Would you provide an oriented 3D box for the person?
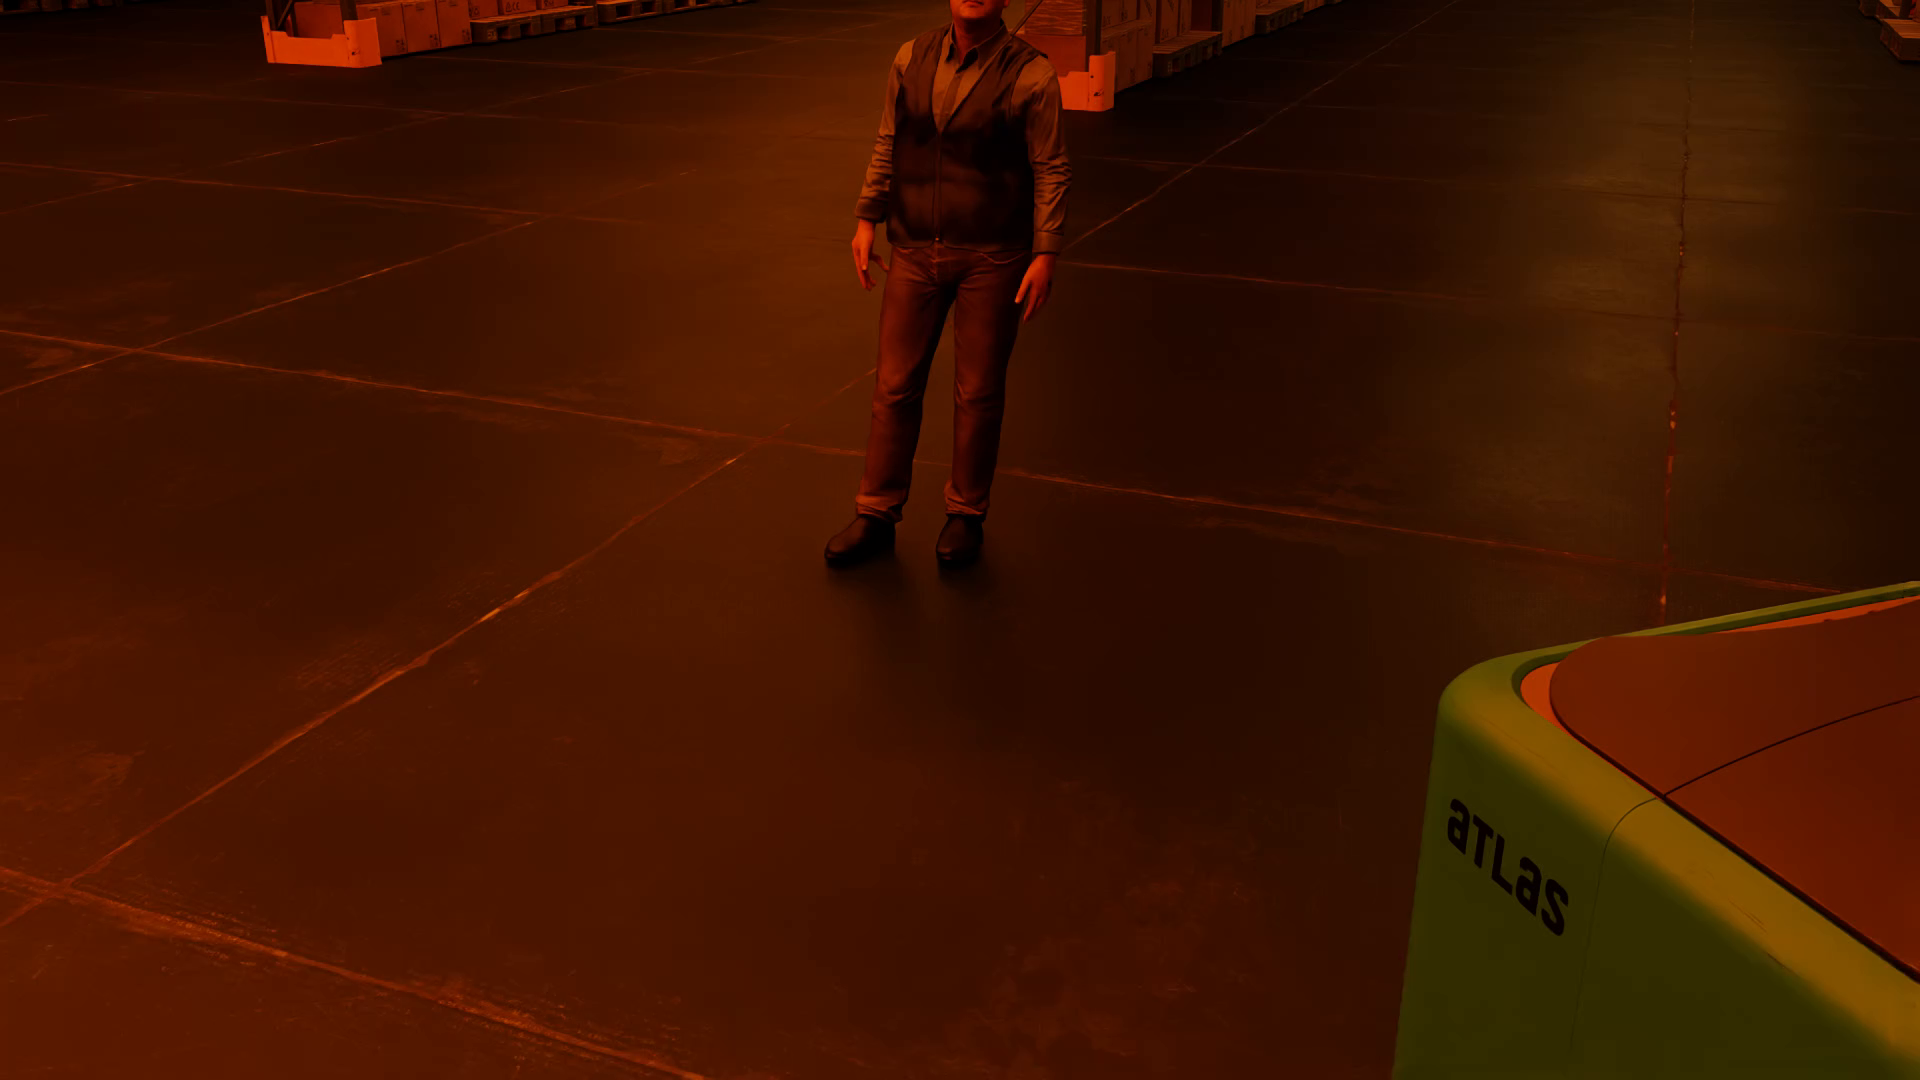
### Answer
[{"bbox_3d":[-0.031,-0.780,4.708,0.632,1.720,0.568,9,24,21],"label":"person"}]
